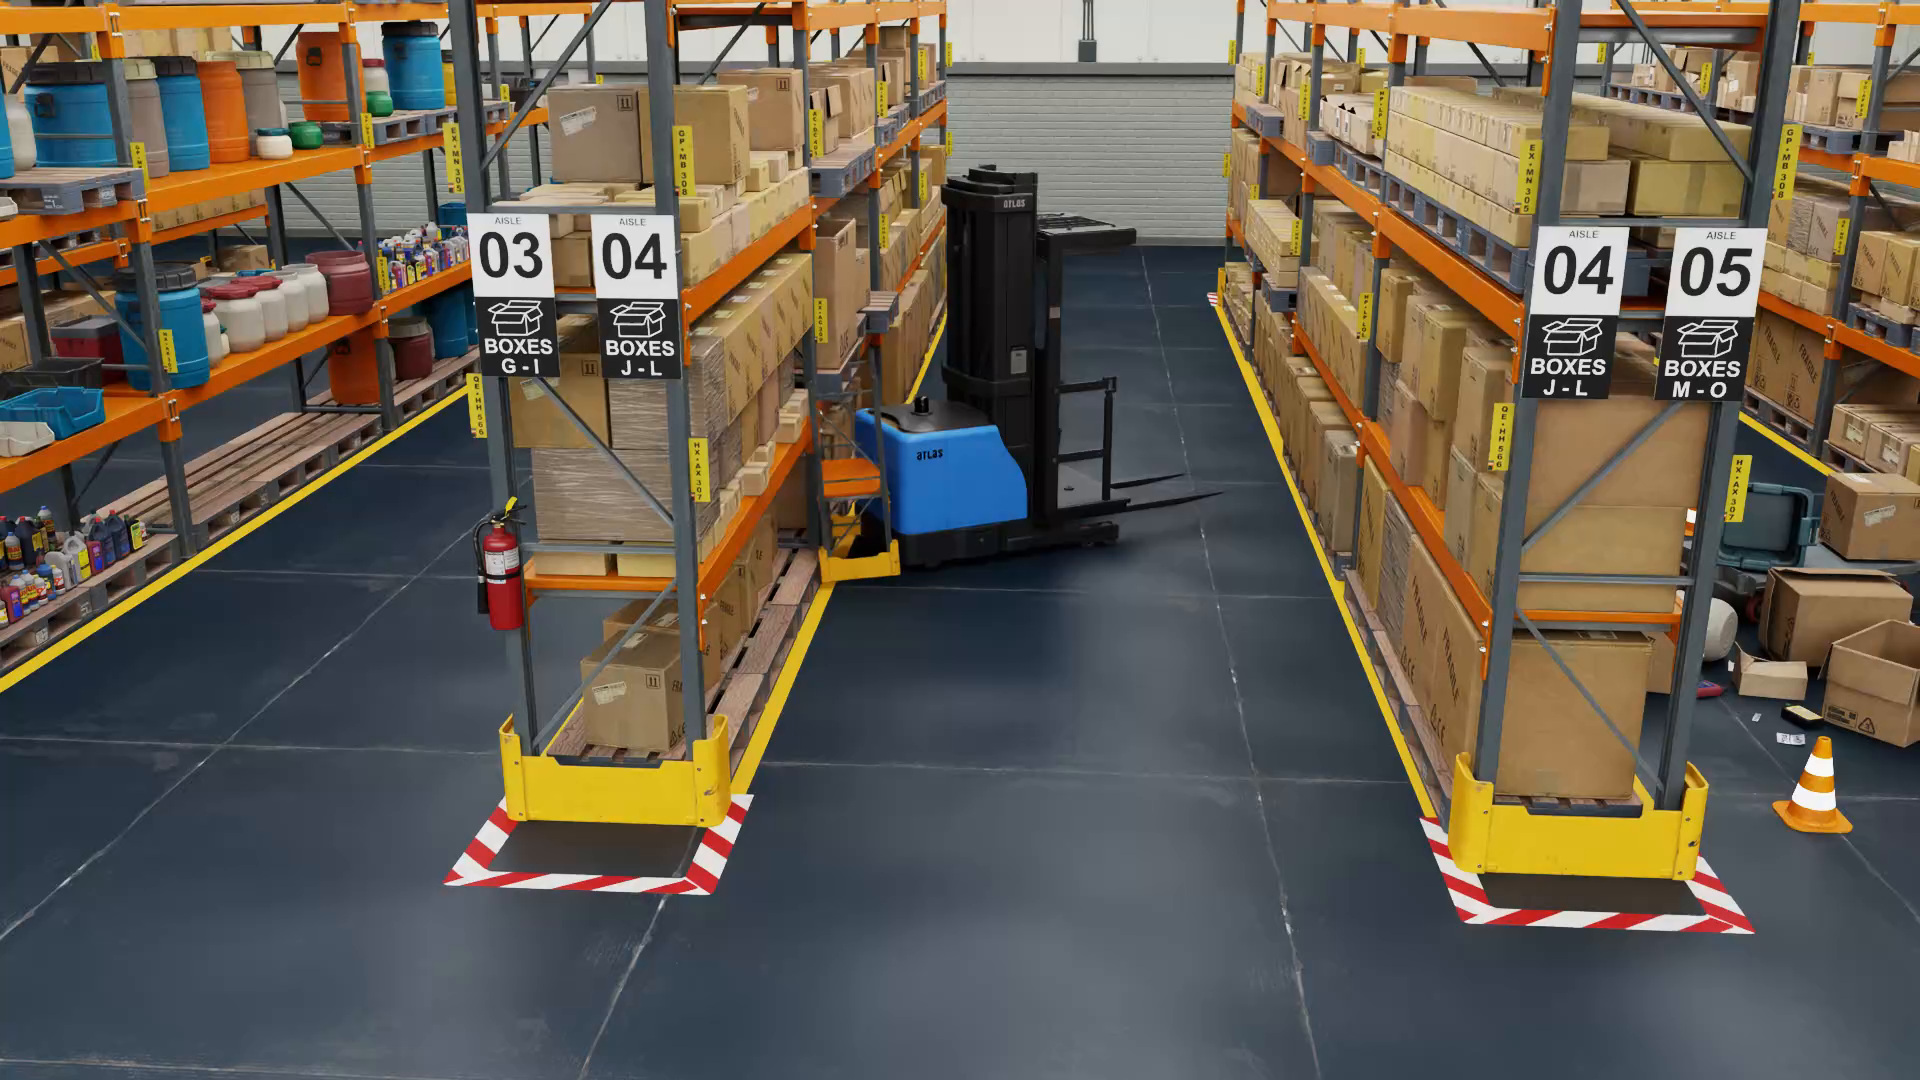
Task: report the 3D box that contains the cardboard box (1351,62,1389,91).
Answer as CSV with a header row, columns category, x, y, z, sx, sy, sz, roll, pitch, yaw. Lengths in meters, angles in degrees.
category,x,y,z,sx,sy,sz,roll,pitch,yaw
cardboard box,3.991,-4.488,16.094,0.396,0.266,0.258,1,18,4

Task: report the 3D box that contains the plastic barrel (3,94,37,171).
category,x,y,z,sx,sy,sz,roll,pitch,yaw
plastic barrel,-6.722,-2.850,11.633,0.421,0.512,0.421,0,18,0

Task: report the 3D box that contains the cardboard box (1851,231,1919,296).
category,x,y,z,sx,sy,sz,roll,pitch,yaw
cardboard box,8.353,-2.466,14.819,0.500,0.500,0.500,1,18,2

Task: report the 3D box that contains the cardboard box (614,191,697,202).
category,x,y,z,sx,sy,sz,roll,pitch,yaw
cardboard box,-1.581,-1.732,8.676,0.380,0.149,0.250,1,18,3

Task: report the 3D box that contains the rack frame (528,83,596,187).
category,x,y,z,sx,sy,sz,roll,pitch,yaw
rack frame,-5.635,-5.029,23.952,1.000,3.000,0.127,1,18,4

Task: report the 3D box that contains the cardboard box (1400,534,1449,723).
category,x,y,z,sx,sy,sz,roll,pitch,yaw
cardboard box,3.142,0.518,9.762,0.875,0.875,0.875,1,18,3

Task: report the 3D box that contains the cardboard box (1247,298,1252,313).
category,x,y,z,sx,sy,sz,roll,pitch,yaw
cardboard box,3.703,-2.858,20.275,0.380,0.149,0.250,2,18,5

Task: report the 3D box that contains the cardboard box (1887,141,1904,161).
category,x,y,z,sx,sy,sz,roll,pitch,yaw
cardboard box,8.424,-3.424,14.642,0.380,0.149,0.250,1,18,4

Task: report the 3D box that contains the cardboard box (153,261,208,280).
category,x,y,z,sx,sy,sz,roll,pitch,yaw
cardboard box,-10.733,-3.504,22.603,0.797,0.503,0.637,1,18,4

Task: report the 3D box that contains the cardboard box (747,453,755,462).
category,x,y,z,sx,sy,sz,roll,pitch,yaw
cardboard box,-1.494,-0.457,10.403,0.380,0.149,0.250,1,18,4

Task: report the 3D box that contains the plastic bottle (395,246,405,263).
category,x,y,z,sx,sy,sz,roll,pitch,yaw
plastic bottle,-6.292,-3.200,18.691,0.097,0.201,0.097,0,18,0

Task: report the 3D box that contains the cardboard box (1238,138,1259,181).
category,x,y,z,sx,sy,sz,roll,pitch,yaw
cardboard box,3.826,-4.830,21.102,0.500,0.500,0.500,1,18,2

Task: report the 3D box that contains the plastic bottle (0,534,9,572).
category,x,y,z,sx,sy,sz,roll,pitch,yaw
plastic bottle,-6.981,0.048,12.006,0.144,0.351,0.185,1,18,2

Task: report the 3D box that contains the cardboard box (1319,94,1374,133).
category,x,y,z,sx,sy,sz,roll,pitch,yaw
cardboard box,3.400,-3.701,14.393,0.500,0.311,0.500,1,18,4

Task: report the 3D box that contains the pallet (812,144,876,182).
category,x,y,z,sx,sy,sz,roll,pitch,yaw
pallet,-1.333,-3.039,13.364,1.213,0.211,1.003,1,18,4

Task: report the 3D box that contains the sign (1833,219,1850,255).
category,x,y,z,sx,sy,sz,roll,pitch,yaw
sign,8.062,-2.774,15.211,0.100,0.325,0.005,1,18,4

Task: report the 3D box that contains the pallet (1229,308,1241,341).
category,x,y,z,sx,sy,sz,roll,pitch,yaw
pallet,4.056,-2.798,21.622,1.003,0.211,1.213,1,18,4

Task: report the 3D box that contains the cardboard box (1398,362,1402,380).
category,x,y,z,sx,sy,sz,roll,pitch,yaw
cardboard box,3.354,-0.834,10.910,0.875,0.550,0.550,1,18,4

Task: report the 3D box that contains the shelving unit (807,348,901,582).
category,x,y,z,sx,sy,sz,roll,pitch,yaw
shelving unit,-0.823,-0.592,12.549,0.587,1.500,1.083,-5,18,-3

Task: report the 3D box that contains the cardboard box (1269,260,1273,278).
category,x,y,z,sx,sy,sz,roll,pitch,yaw
cardboard box,3.286,-2.692,16.550,0.380,0.149,0.250,2,18,5

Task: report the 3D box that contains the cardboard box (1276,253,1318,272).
category,x,y,z,sx,sy,sz,roll,pitch,yaw
cardboard box,3.253,-2.676,16.025,0.380,0.149,0.250,2,18,5

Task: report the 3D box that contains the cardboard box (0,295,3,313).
category,x,y,z,sx,sy,sz,roll,pitch,yaw
cardboard box,-11.247,-2.664,18.840,0.500,0.250,0.500,1,18,3

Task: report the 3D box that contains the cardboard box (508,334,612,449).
category,x,y,z,sx,sy,sz,roll,pitch,yaw
cardboard box,-2.049,-0.789,8.770,0.500,0.500,0.500,1,18,4

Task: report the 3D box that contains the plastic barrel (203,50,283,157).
category,x,y,z,sx,sy,sz,roll,pitch,yaw
plastic barrel,-6.484,-3.957,15.061,0.600,0.901,0.600,0,18,0

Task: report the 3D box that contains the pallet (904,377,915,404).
category,x,y,z,sx,sy,sz,roll,pitch,yaw
pallet,-1.047,-1.729,18.361,1.003,0.211,1.213,1,18,4

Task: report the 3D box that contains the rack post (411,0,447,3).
category,x,y,z,sx,sy,sz,roll,pitch,yaw
rack post,-5.940,-5.768,17.377,0.937,0.300,0.954,3,18,10

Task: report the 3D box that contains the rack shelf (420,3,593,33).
category,x,y,z,sx,sy,sz,roll,pitch,yaw
rack shelf,-5.778,-6.726,21.297,1.077,0.370,4.000,1,18,4

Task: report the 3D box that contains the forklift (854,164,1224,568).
category,x,y,z,sx,sy,sz,roll,pitch,yaw
forklift,0.709,-1.474,13.215,3.031,2.935,1.130,-9,20,-24

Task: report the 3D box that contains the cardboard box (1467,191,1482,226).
category,x,y,z,sx,sy,sz,roll,pitch,yaw
cardboard box,2.839,-1.707,8.567,0.380,0.149,0.250,1,18,4

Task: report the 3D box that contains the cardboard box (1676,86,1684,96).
category,x,y,z,sx,sy,sz,roll,pitch,yaw
cardboard box,8.649,-5.295,19.517,0.380,0.149,0.250,2,18,5

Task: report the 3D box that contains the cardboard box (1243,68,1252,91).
category,x,y,z,sx,sy,sz,roll,pitch,yaw
cardboard box,3.835,-5.761,20.809,0.500,0.250,0.500,1,18,2

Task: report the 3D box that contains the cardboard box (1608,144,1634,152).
category,x,y,z,sx,sy,sz,roll,pitch,yaw
cardboard box,3.424,-1.851,8.366,0.500,0.250,0.500,1,18,3

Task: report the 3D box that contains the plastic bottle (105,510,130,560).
category,x,y,z,sx,sy,sz,roll,pitch,yaw
plastic bottle,-6.254,-0.045,12.292,0.144,0.351,0.185,1,18,2

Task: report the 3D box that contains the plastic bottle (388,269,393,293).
category,x,y,z,sx,sy,sz,roll,pitch,yaw
plastic bottle,-5.819,-2.645,16.886,0.097,0.271,0.097,0,18,0

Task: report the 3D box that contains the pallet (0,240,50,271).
category,x,y,z,sx,sy,sz,roll,pitch,yaw
pallet,-11.014,-3.169,18.584,1.003,0.211,1.213,1,18,4

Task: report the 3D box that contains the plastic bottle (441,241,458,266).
category,x,y,z,sx,sy,sz,roll,pitch,yaw
plastic bottle,-5.716,-3.214,18.613,0.152,0.276,0.135,1,18,4

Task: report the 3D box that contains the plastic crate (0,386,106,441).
category,x,y,z,sx,sy,sz,roll,pitch,yaw
plastic crate,-6.304,-0.881,11.534,0.499,0.251,0.616,1,18,4

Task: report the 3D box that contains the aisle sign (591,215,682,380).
category,x,y,z,sx,sy,sz,roll,pitch,yaw
aisle sign,-1.547,-1.158,7.965,0.394,0.787,0.004,1,18,4

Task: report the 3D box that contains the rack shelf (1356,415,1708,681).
category,x,y,z,sx,sy,sz,roll,pitch,yaw
rack shelf,3.242,-0.086,10.023,1.077,0.370,4.000,1,18,4

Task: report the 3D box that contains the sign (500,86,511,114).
category,x,y,z,sx,sy,sz,roll,pitch,yaw
sign,-5.373,-5.203,19.653,0.100,0.325,0.005,1,18,4

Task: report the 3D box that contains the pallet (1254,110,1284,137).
category,x,y,z,sx,sy,sz,roll,pitch,yaw
pallet,3.737,-4.358,17.391,1.213,0.211,1.003,1,18,4

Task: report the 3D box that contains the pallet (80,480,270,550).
category,x,y,z,sx,sy,sz,roll,pitch,yaw
pallet,-6.478,-0.221,13.759,1.003,0.211,1.213,1,18,4

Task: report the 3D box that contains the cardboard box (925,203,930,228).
category,x,y,z,sx,sy,sz,roll,pitch,yaw
cardboard box,-0.646,-4.040,20.699,0.500,0.250,0.500,1,18,4

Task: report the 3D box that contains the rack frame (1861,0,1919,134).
category,x,y,z,sx,sy,sz,roll,pitch,yaw
rack frame,8.616,-5.063,14.423,1.000,3.000,0.127,1,18,4

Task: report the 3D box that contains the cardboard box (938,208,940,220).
category,x,y,z,sx,sy,sz,roll,pitch,yaw
cardboard box,-0.464,-4.363,22.326,0.380,0.149,0.250,1,18,3

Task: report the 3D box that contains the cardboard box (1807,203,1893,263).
category,x,y,z,sx,sy,sz,roll,pitch,yaw
cardboard box,8.392,-2.901,15.693,0.500,0.500,0.500,1,18,2

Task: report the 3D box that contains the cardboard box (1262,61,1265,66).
category,x,y,z,sx,sy,sz,roll,pitch,yaw
cardboard box,3.717,-5.500,19.373,0.380,0.149,0.250,2,18,5

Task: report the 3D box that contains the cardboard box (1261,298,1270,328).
category,x,y,z,sx,sy,sz,roll,pitch,yaw
cardboard box,3.606,-2.513,18.409,0.500,0.250,0.500,2,18,5

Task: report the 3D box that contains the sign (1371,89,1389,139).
category,x,y,z,sx,sy,sz,roll,pitch,yaw
sign,2.843,-2.879,11.238,0.100,0.325,0.005,1,18,4

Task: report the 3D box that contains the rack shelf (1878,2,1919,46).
category,x,y,z,sx,sy,sz,roll,pitch,yaw
rack shelf,8.473,-3.910,12.701,1.077,0.370,4.000,1,18,4

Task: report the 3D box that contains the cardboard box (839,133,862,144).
category,x,y,z,sx,sy,sz,roll,pitch,yaw
cardboard box,-1.119,-3.324,14.174,0.500,0.250,0.500,2,18,5

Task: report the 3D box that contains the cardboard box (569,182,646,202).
category,x,y,z,sx,sy,sz,roll,pitch,yaw
cardboard box,-1.951,-1.904,9.199,0.380,0.149,0.250,2,18,5

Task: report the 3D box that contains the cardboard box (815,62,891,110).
category,x,y,z,sx,sy,sz,roll,pitch,yaw
cardboard box,-1.143,-4.742,17.421,0.797,0.503,0.637,1,18,3

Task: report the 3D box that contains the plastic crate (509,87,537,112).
category,x,y,z,sx,sy,sz,roll,pitch,yaw
plastic crate,-5.559,-5.529,20.873,0.497,0.269,0.590,1,18,4

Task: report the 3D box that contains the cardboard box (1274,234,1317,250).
category,x,y,z,sx,sy,sz,roll,pitch,yaw
cardboard box,3.270,-2.895,16.213,0.380,0.149,0.250,1,18,3

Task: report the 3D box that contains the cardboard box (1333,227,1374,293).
category,x,y,z,sx,sy,sz,roll,pitch,yaw
cardboard box,3.560,-2.358,14.036,0.700,0.500,0.500,1,18,3

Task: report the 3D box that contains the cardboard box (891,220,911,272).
category,x,y,z,sx,sy,sz,roll,pitch,yaw
cardboard box,-0.816,-3.256,18.382,0.500,0.500,0.500,1,18,3

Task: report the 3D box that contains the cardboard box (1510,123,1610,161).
category,x,y,z,sx,sy,sz,roll,pitch,yaw
cardboard box,2.784,-1.851,7.725,0.380,0.149,0.250,1,18,4
